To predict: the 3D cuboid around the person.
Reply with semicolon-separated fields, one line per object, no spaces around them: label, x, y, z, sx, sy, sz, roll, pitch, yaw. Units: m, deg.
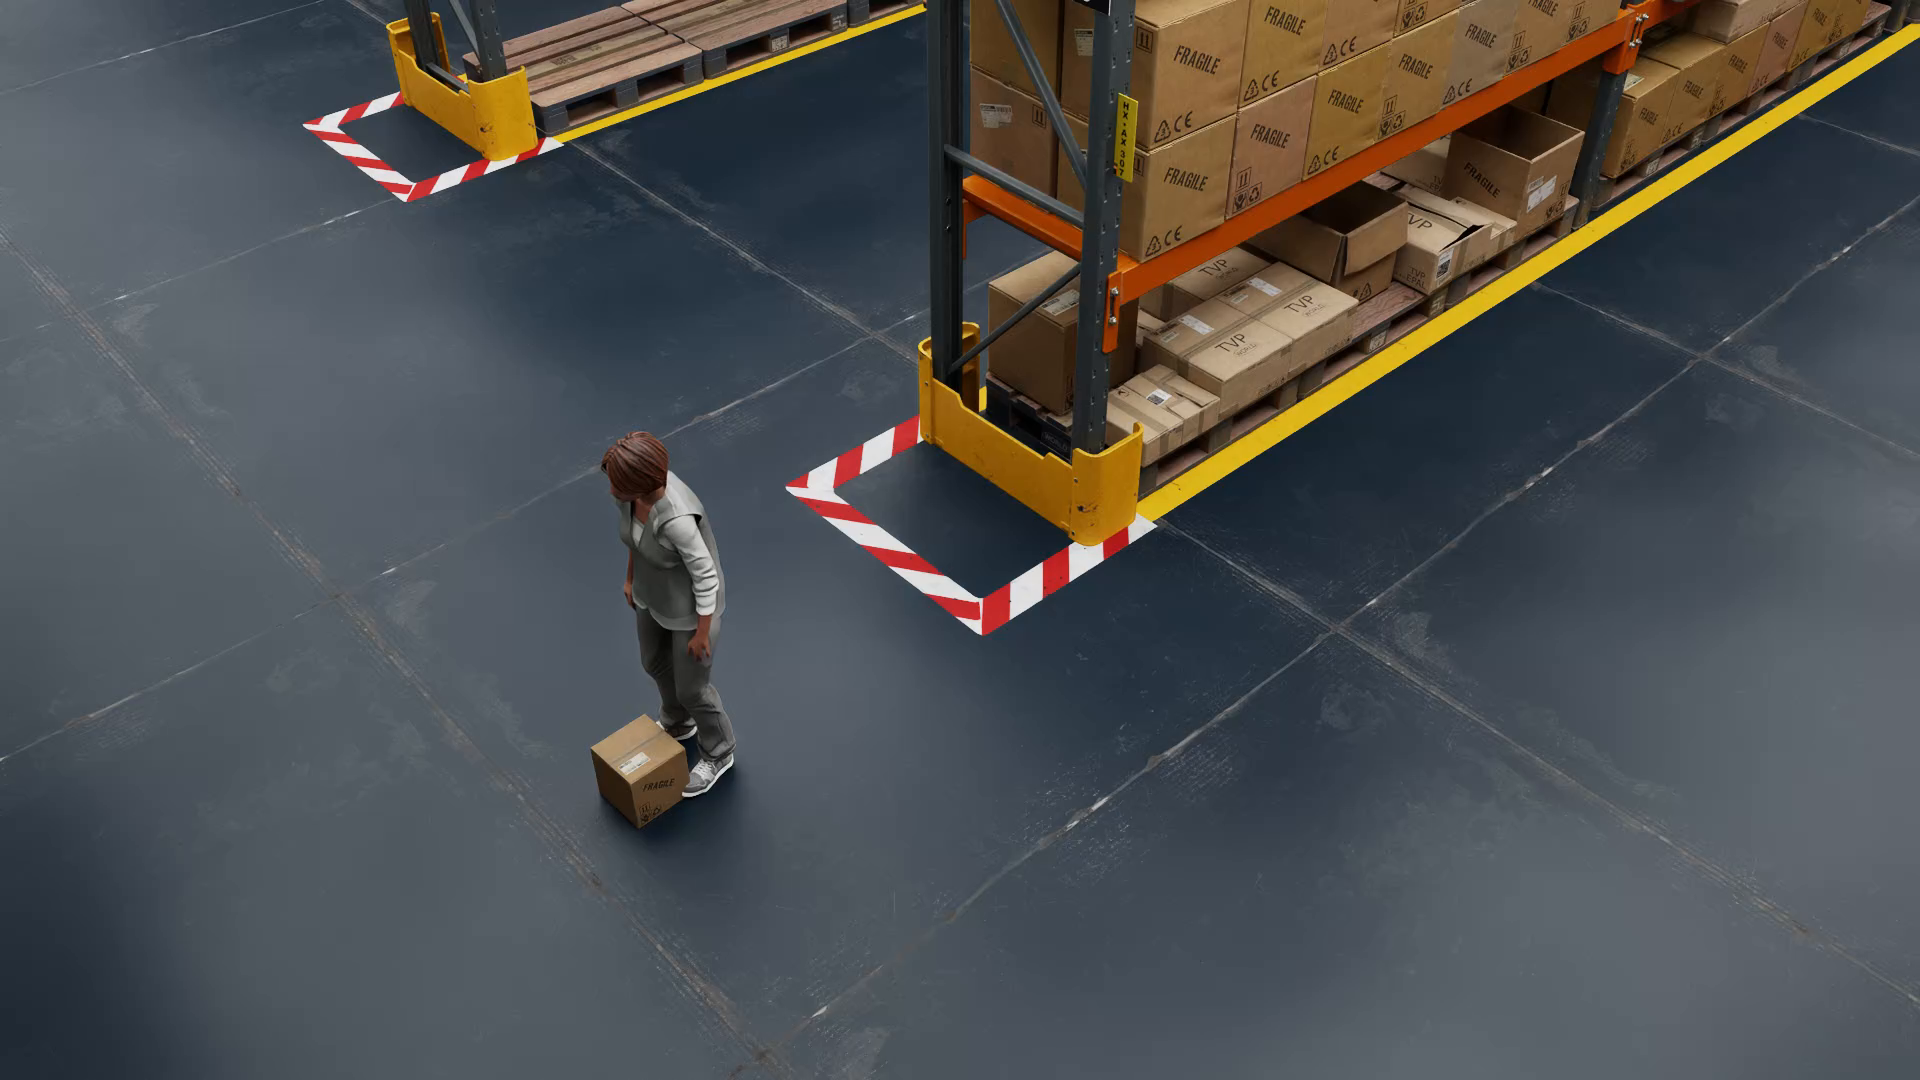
person;-1.018;0.243;5.881;0.350;1.591;0.471;-31;49;-32
